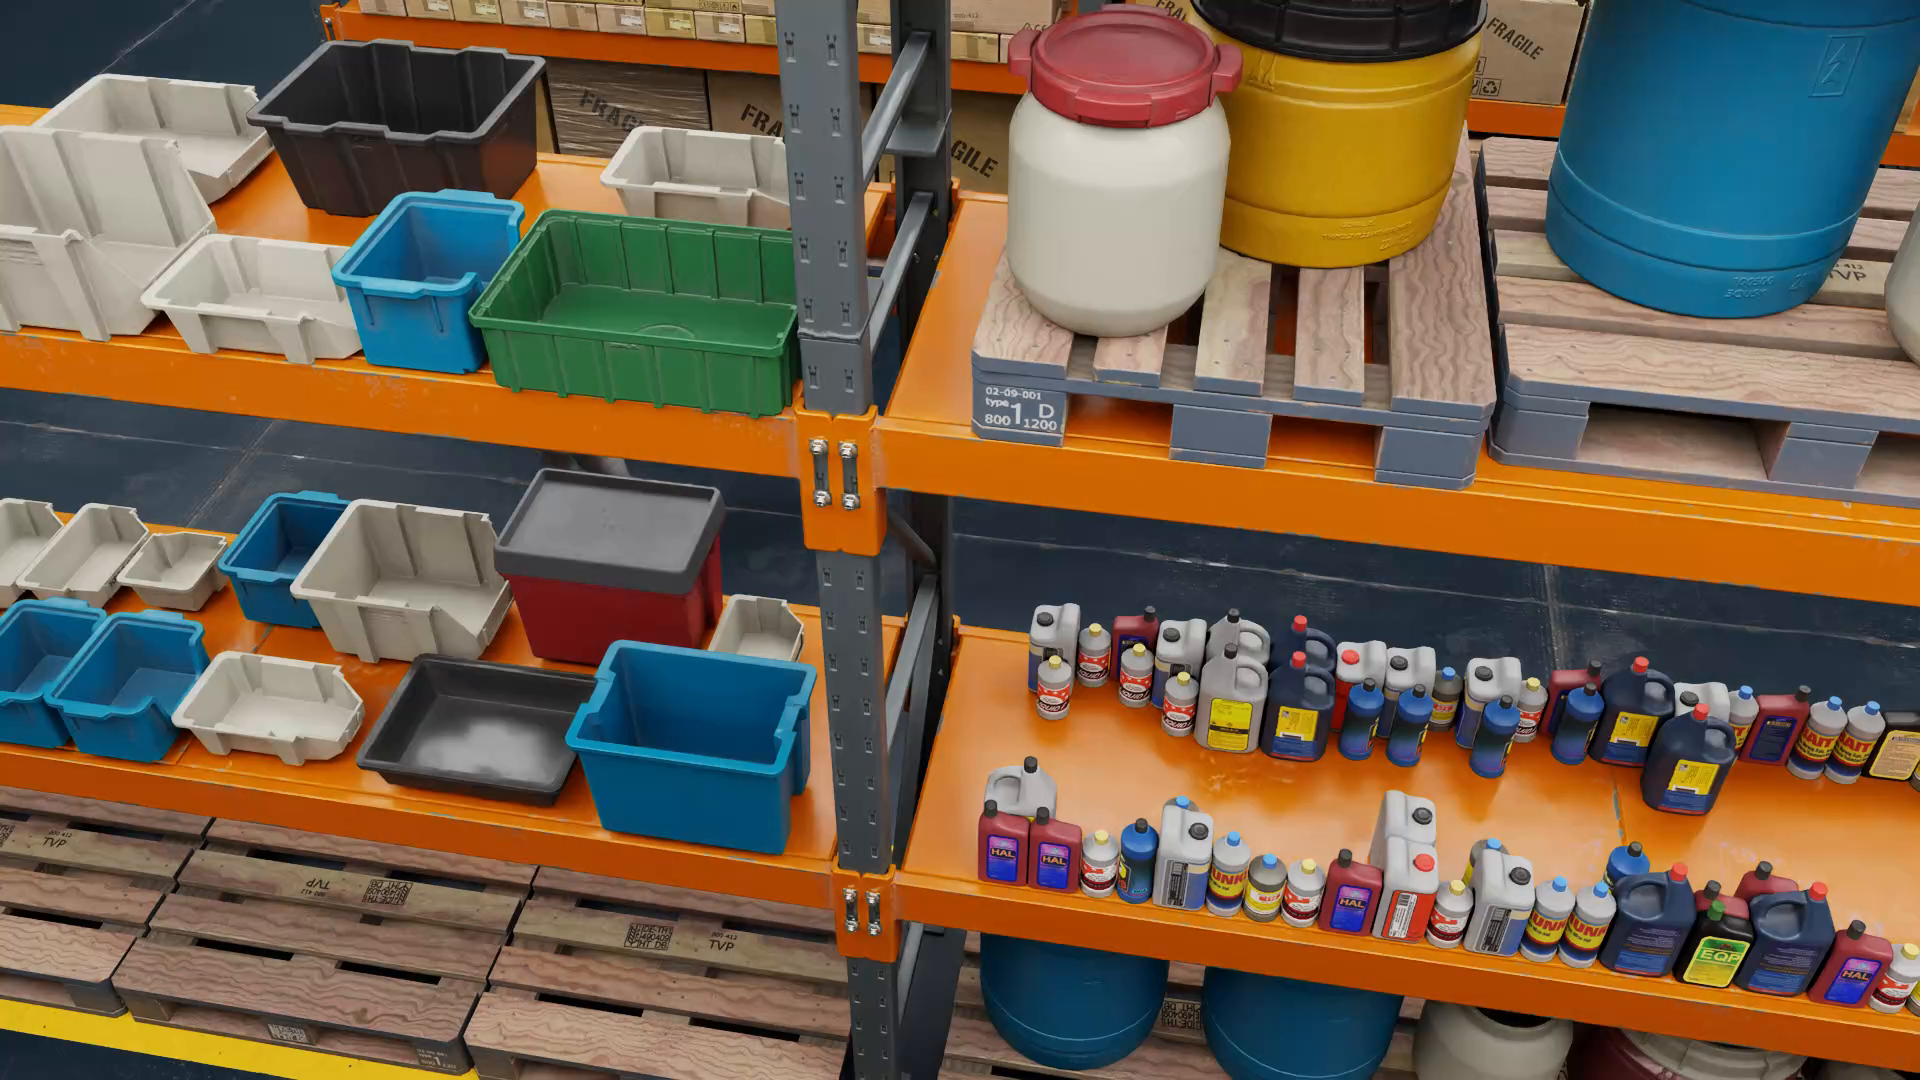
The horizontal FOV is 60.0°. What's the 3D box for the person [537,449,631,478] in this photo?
[{"bbox_3d":[-1.657,-0.692,6.961,0.511,1.754,0.483,-3,41,-4],"label":"person"}]
